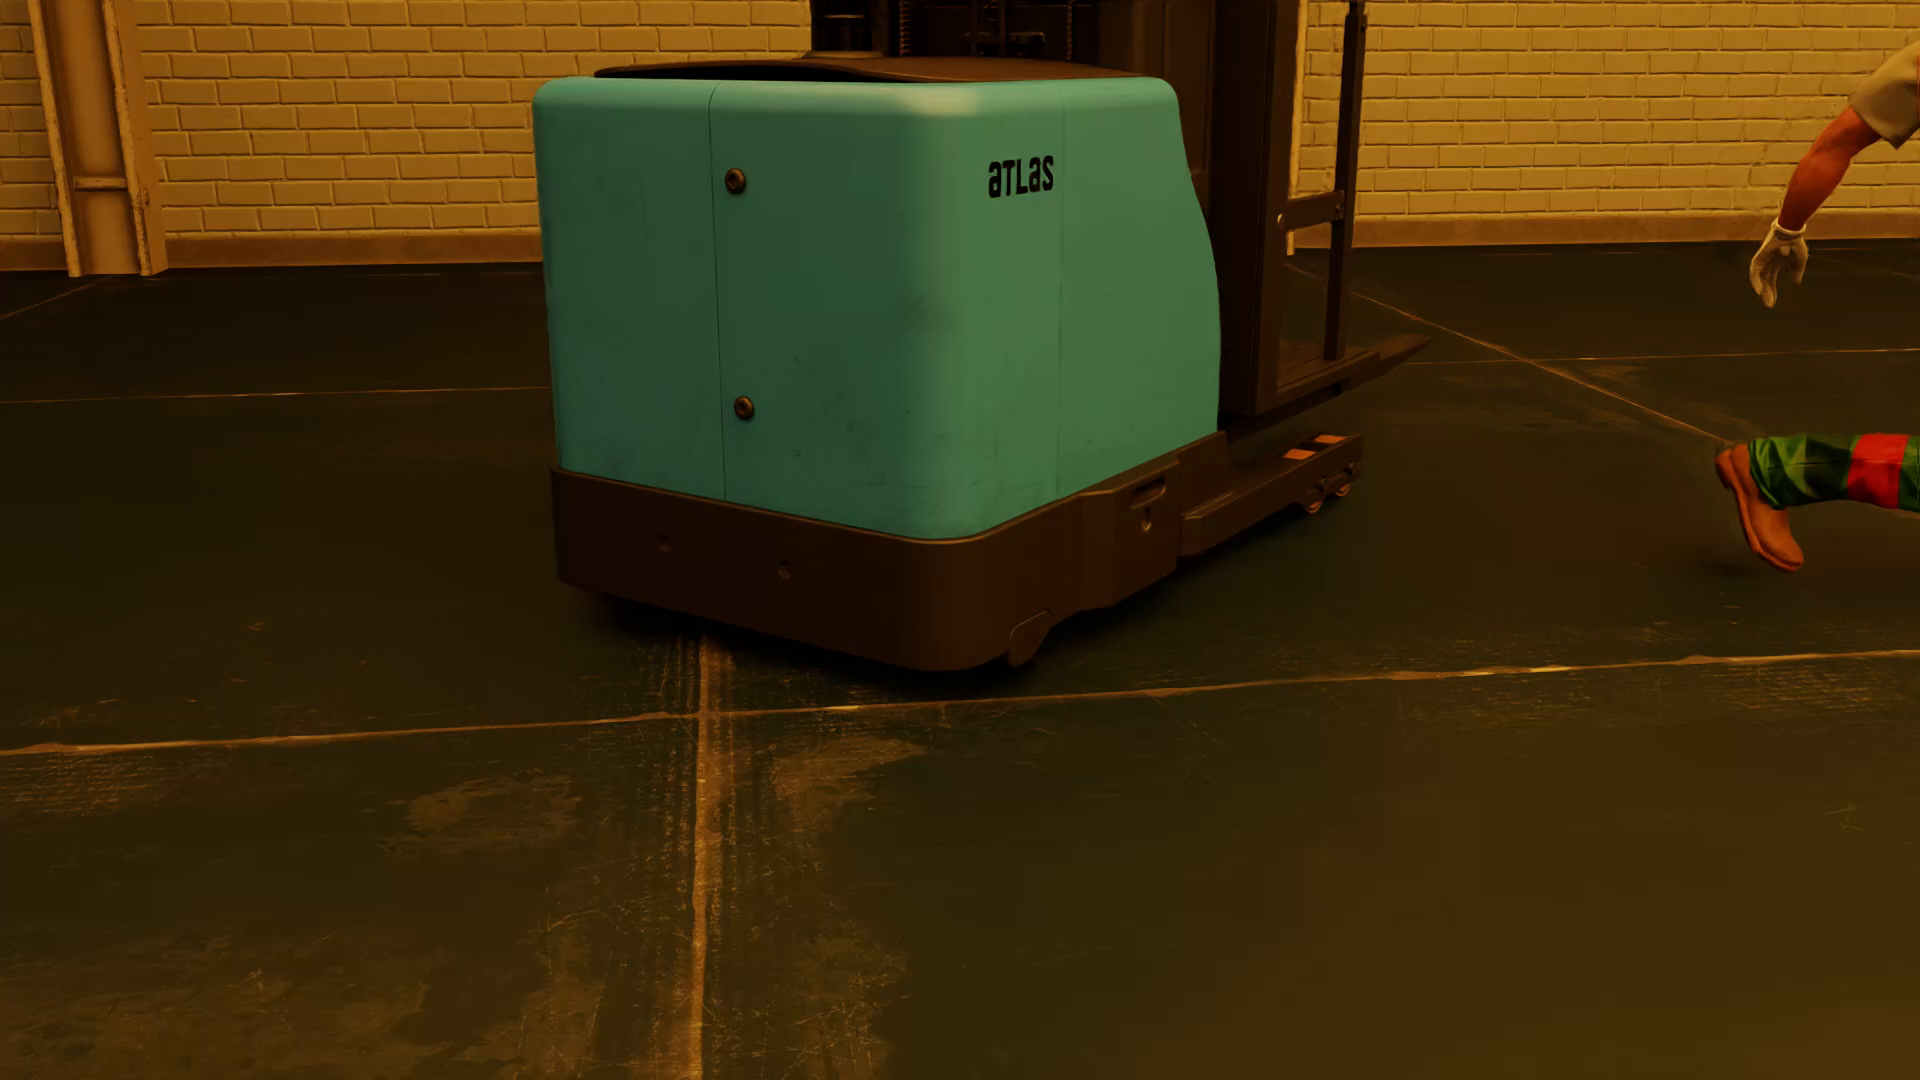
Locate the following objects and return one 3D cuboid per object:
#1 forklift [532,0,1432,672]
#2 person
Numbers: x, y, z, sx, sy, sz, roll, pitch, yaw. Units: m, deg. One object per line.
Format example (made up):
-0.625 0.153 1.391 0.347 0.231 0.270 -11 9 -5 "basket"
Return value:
0.399 -1.536 3.982 1.130 2.935 3.031 11 20 32 "forklift"
2.144 -0.618 3.476 0.952 1.542 0.685 1 17 5 "person"
